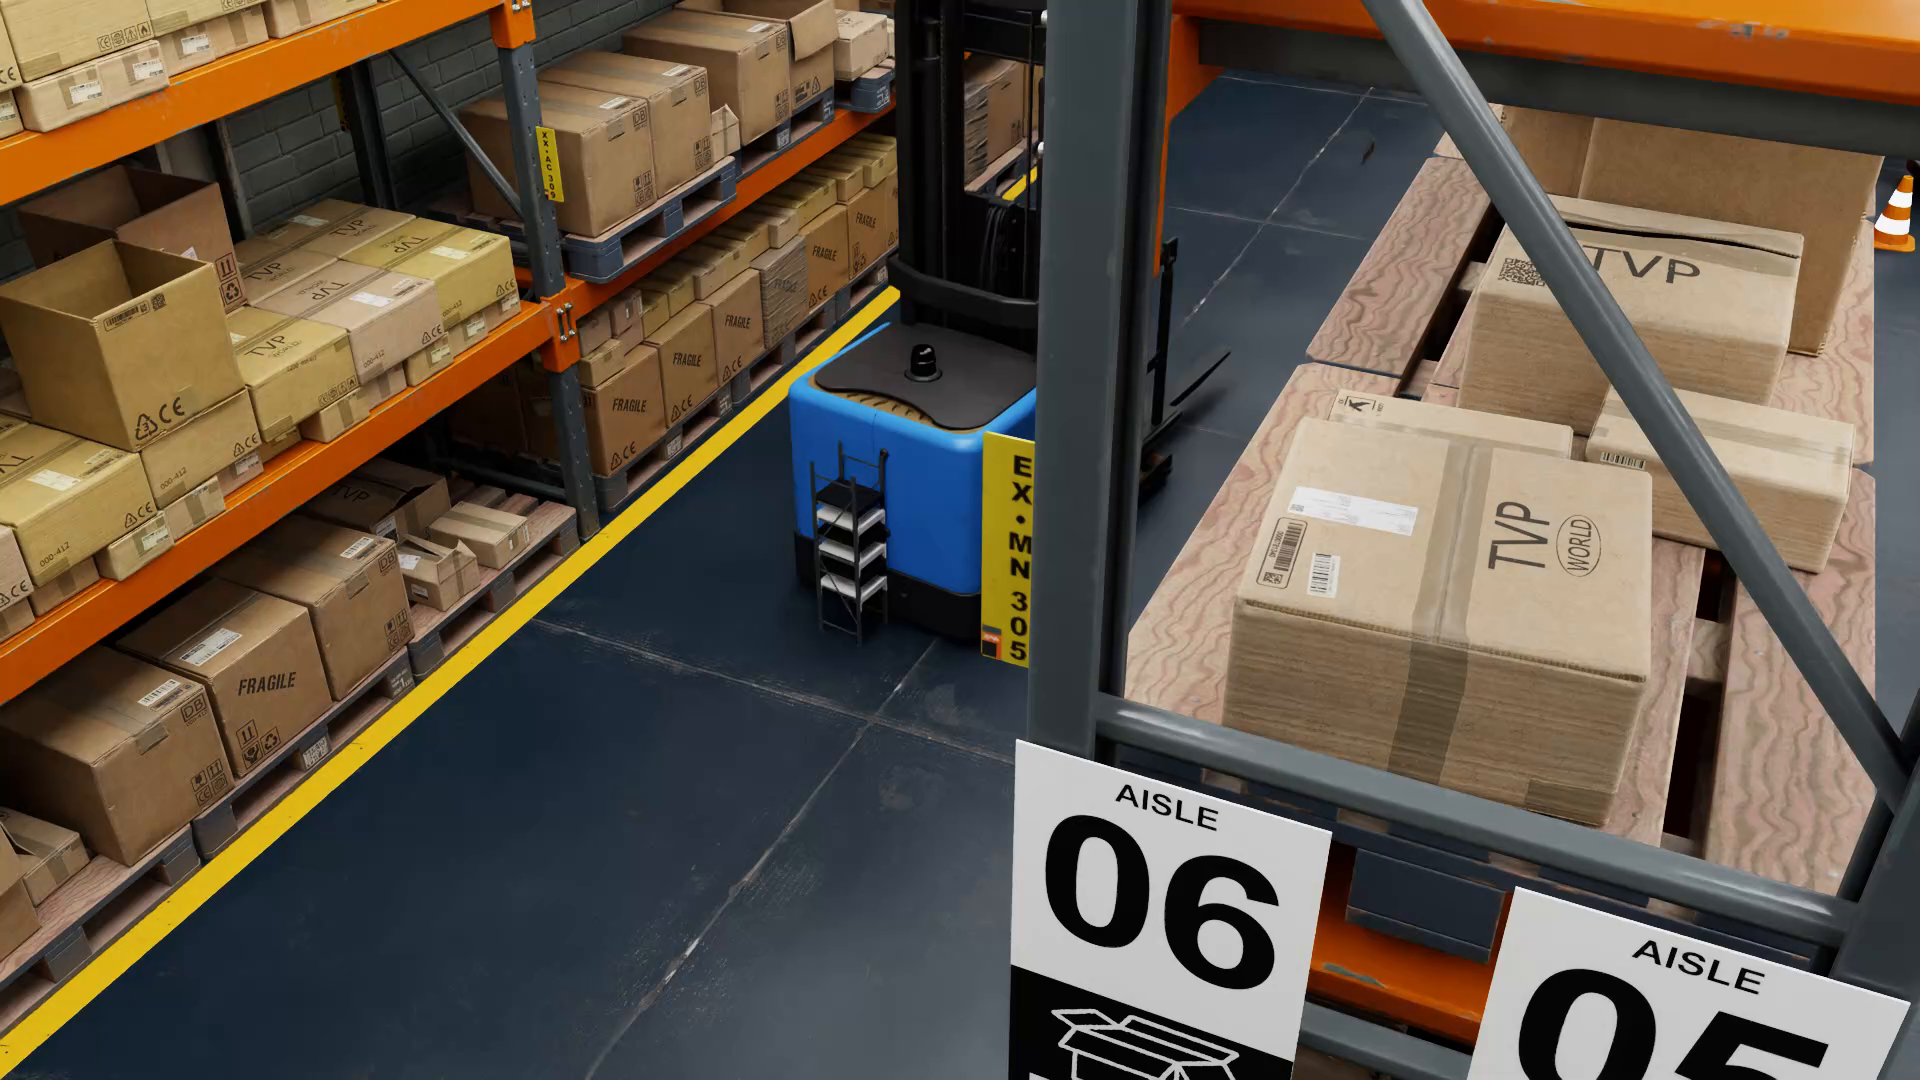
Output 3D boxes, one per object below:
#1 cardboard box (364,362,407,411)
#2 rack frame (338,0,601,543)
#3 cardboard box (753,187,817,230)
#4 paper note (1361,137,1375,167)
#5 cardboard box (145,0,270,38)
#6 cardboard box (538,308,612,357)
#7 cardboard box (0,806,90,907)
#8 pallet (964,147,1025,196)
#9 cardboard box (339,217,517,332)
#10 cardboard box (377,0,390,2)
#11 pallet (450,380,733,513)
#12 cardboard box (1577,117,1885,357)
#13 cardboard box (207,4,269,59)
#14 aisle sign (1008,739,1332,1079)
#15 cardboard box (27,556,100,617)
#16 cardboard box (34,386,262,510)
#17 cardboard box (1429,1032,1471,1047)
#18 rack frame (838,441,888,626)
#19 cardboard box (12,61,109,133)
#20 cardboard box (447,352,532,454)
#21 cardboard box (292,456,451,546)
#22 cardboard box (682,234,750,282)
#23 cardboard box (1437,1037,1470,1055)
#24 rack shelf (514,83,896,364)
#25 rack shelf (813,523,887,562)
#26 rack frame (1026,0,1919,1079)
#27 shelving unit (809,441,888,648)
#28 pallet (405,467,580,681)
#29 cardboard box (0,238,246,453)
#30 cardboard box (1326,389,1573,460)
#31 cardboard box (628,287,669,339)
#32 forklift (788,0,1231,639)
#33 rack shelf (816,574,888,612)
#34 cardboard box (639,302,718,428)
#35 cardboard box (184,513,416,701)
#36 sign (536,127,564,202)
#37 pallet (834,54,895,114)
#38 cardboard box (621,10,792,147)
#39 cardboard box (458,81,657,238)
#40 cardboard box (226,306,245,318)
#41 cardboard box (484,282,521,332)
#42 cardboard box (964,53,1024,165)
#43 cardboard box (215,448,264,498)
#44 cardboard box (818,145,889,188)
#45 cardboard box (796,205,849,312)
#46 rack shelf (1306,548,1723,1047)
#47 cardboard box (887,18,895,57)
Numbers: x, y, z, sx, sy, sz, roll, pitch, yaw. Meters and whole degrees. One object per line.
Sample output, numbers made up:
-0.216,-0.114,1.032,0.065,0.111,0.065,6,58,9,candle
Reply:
-2.491,-0.670,6.765,0.380,0.149,0.250,15,36,22,cardboard box
-2.276,-1.385,7.627,1.000,3.000,0.127,14,36,20,rack frame
-1.071,-1.966,9.817,0.380,0.149,0.250,14,36,20,cardboard box
0.910,-0.868,3.716,0.006,0.032,0.123,14,36,21,paper note
-2.683,-1.890,5.527,0.500,0.250,0.500,15,36,21,cardboard box
-1.940,-1.043,8.139,0.380,0.149,0.250,14,36,20,cardboard box
-3.395,1.138,5.996,0.380,0.149,0.250,13,35,19,cardboard box
-0.223,-2.613,12.042,1.003,0.211,1.213,14,36,20,pallet
-2.268,-1.138,7.115,0.500,0.250,0.500,15,36,22,cardboard box
-2.264,-2.167,6.312,0.380,0.149,0.250,14,36,20,cardboard box
-1.970,-0.633,9.023,1.003,0.211,1.213,14,36,20,pallet
1.540,-0.740,3.342,0.500,0.500,0.500,15,36,21,cardboard box
-2.629,-1.787,5.734,0.380,0.149,0.250,15,36,22,cardboard box
0.249,0.621,2.196,0.394,0.787,0.004,14,36,20,aisle sign
-3.153,0.089,5.607,0.380,0.149,0.250,15,36,21,cardboard box
-2.901,-0.383,5.964,0.500,0.250,0.500,13,36,19,cardboard box
1.005,0.752,2.773,0.380,0.149,0.250,15,36,22,cardboard box
-0.432,-0.019,7.458,0.240,0.900,0.006,20,38,27,rack frame
-2.876,-1.389,5.127,0.380,0.149,0.250,14,36,21,cardboard box
-2.339,-0.828,8.674,0.500,0.500,0.500,14,36,20,cardboard box
-2.767,-0.162,7.830,0.500,0.311,0.500,15,36,22,cardboard box
-1.395,-1.569,9.213,0.380,0.149,0.250,15,36,22,cardboard box
1.020,1.110,2.819,0.500,0.500,0.500,13,36,19,cardboard box
-1.439,-2.081,9.344,1.077,0.370,4.000,14,36,20,rack shelf
-0.488,-0.020,7.356,0.258,0.077,0.200,20,38,27,rack shelf
0.560,-0.765,1.210,1.000,3.000,0.127,14,36,20,rack frame
-0.488,0.028,7.387,0.258,0.900,0.210,20,38,27,shelving unit
-2.564,0.123,7.871,1.003,0.211,1.213,14,36,20,pallet
-2.888,-0.680,5.733,0.500,0.500,0.500,15,36,22,cardboard box
0.769,-0.095,2.679,0.380,0.149,0.250,11,35,17,cardboard box
-1.742,-1.191,8.636,0.380,0.149,0.250,12,35,18,cardboard box
0.448,-1.550,7.940,1.130,2.935,3.031,20,38,27,forklift
-0.488,0.206,7.504,0.258,0.077,0.200,20,38,27,rack shelf
-1.656,-0.973,8.894,0.500,0.500,0.500,14,36,20,cardboard box
-2.780,0.260,7.015,0.700,0.500,0.500,13,35,19,cardboard box
-1.780,-1.627,7.206,0.100,0.325,0.005,14,36,20,sign
-0.823,-2.944,10.179,1.213,0.211,1.003,14,36,20,pallet
-1.326,-2.441,8.763,0.700,0.500,0.500,14,36,20,cardboard box
-1.871,-1.793,7.774,0.700,0.500,0.500,15,36,22,cardboard box
-3.150,-0.755,6.531,0.500,0.250,0.500,15,36,22,cardboard box
-2.180,-1.064,7.366,0.380,0.149,0.250,15,36,21,cardboard box
-0.063,-3.195,12.170,0.875,0.625,0.625,15,36,22,cardboard box
-2.842,-0.299,6.200,0.380,0.149,0.250,14,36,20,cardboard box
-0.665,-2.332,10.376,0.380,0.149,0.250,12,35,18,cardboard box
-1.020,-1.740,10.065,0.500,0.500,0.500,16,36,23,cardboard box
1.397,-0.206,3.749,1.077,0.370,4.000,14,36,20,rack shelf
-0.529,-3.033,9.986,0.380,0.149,0.250,15,36,21,cardboard box
